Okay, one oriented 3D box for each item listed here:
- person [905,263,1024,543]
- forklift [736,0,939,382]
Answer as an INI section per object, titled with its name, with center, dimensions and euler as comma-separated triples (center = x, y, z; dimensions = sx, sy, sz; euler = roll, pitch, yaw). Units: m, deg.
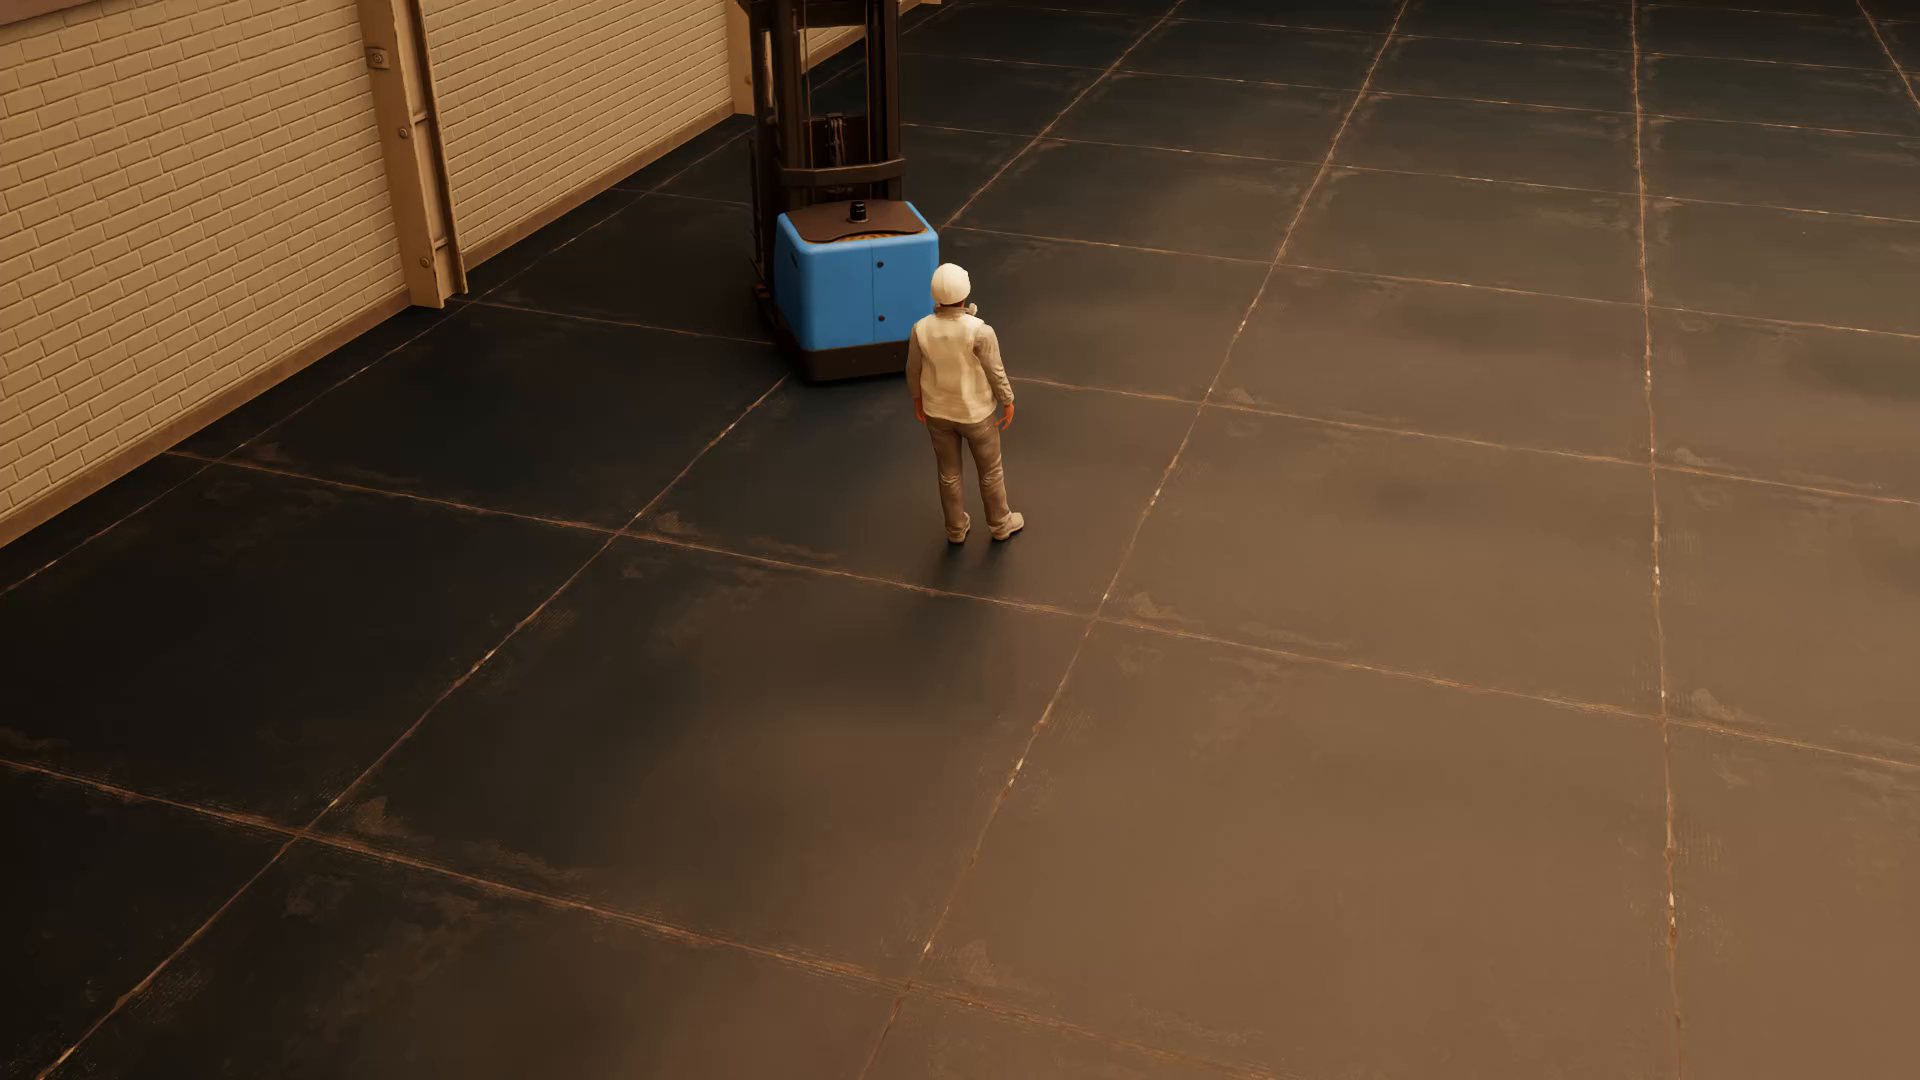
[person]
center = 0.027, -0.805, 9.703
dimensions = 0.633, 1.775, 0.566
euler = 10, 31, 16
[forklift]
center = -1.051, -3.127, 12.622
dimensions = 1.130, 2.935, 3.031
euler = -9, 31, -15
